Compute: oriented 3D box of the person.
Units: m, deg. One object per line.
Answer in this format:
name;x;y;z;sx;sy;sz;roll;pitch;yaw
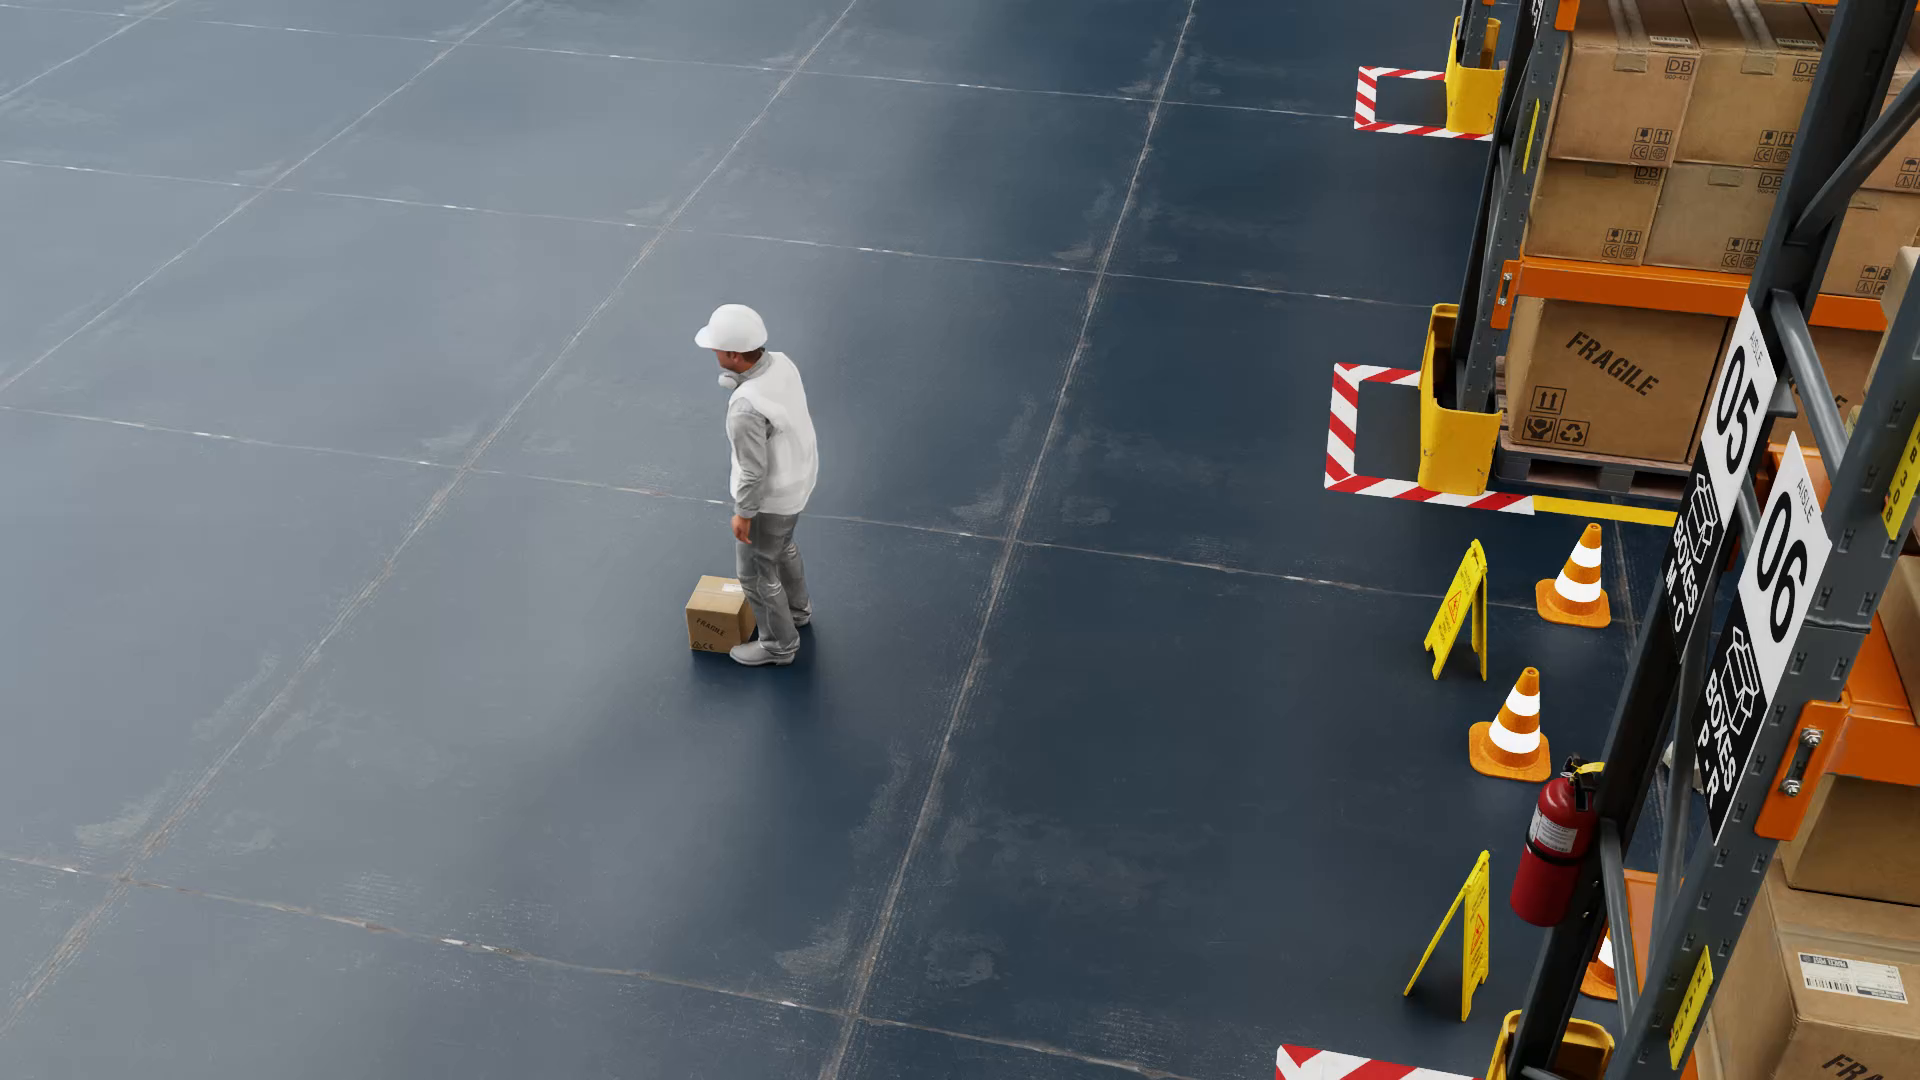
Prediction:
person;-0.852;-0.237;7.266;0.464;1.771;0.580;8;37;10
